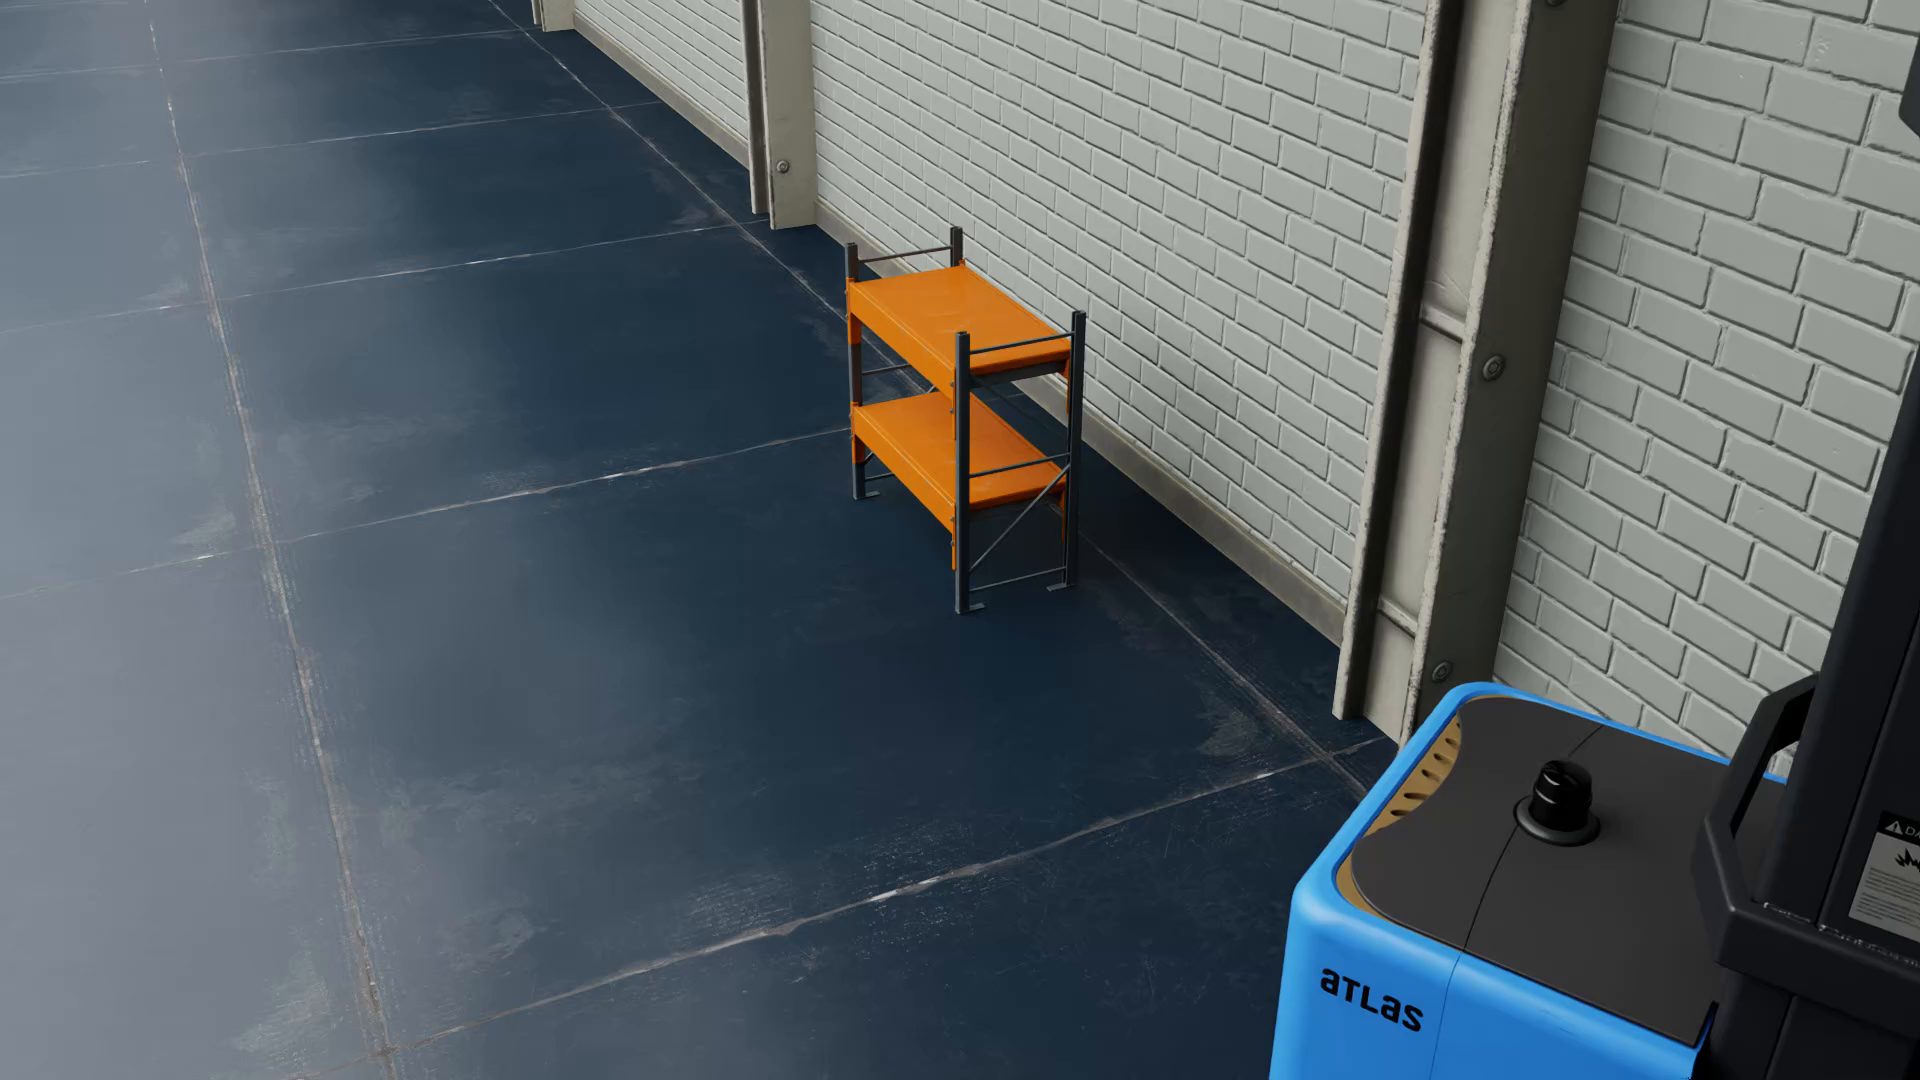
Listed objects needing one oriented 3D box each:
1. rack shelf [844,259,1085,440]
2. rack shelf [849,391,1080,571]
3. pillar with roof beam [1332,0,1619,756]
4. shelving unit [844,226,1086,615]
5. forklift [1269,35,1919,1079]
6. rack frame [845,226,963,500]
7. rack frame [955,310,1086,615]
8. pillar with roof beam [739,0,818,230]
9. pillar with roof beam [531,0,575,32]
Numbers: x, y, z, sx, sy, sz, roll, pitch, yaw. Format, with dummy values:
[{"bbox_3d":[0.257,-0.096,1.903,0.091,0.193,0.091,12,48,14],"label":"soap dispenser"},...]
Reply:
[{"bbox_3d":[-0.003,-0.749,6.337,0.538,0.278,1.000,-13,32,-22],"label":"rack shelf"},{"bbox_3d":[-0.003,-0.280,6.600,0.538,0.278,1.000,-13,32,-22],"label":"rack shelf"},{"bbox_3d":[-2.393,-2.377,1.788,9.100,9.000,0.400,-13,32,-22],"label":"pillar with roof beam"},{"bbox_3d":[-0.003,-0.494,6.480,0.538,1.125,1.048,-13,32,-22],"label":"shelving unit"},{"bbox_3d":[2.151,0.582,2.716,3.031,2.935,1.130,19,34,30],"label":"forklift"},{"bbox_3d":[-0.221,-0.718,6.881,0.500,1.125,0.032,-13,32,-22],"label":"rack frame"},{"bbox_3d":[0.215,-0.269,6.080,0.500,1.125,0.032,-13,32,-22],"label":"rack frame"},{"bbox_3d":[-4.969,-5.027,6.515,9.100,9.000,0.400,-13,32,-22],"label":"pillar with roof beam"},{"bbox_3d":[-7.545,-7.678,11.241,9.100,9.000,0.400,-13,32,-22],"label":"pillar with roof beam"}]
